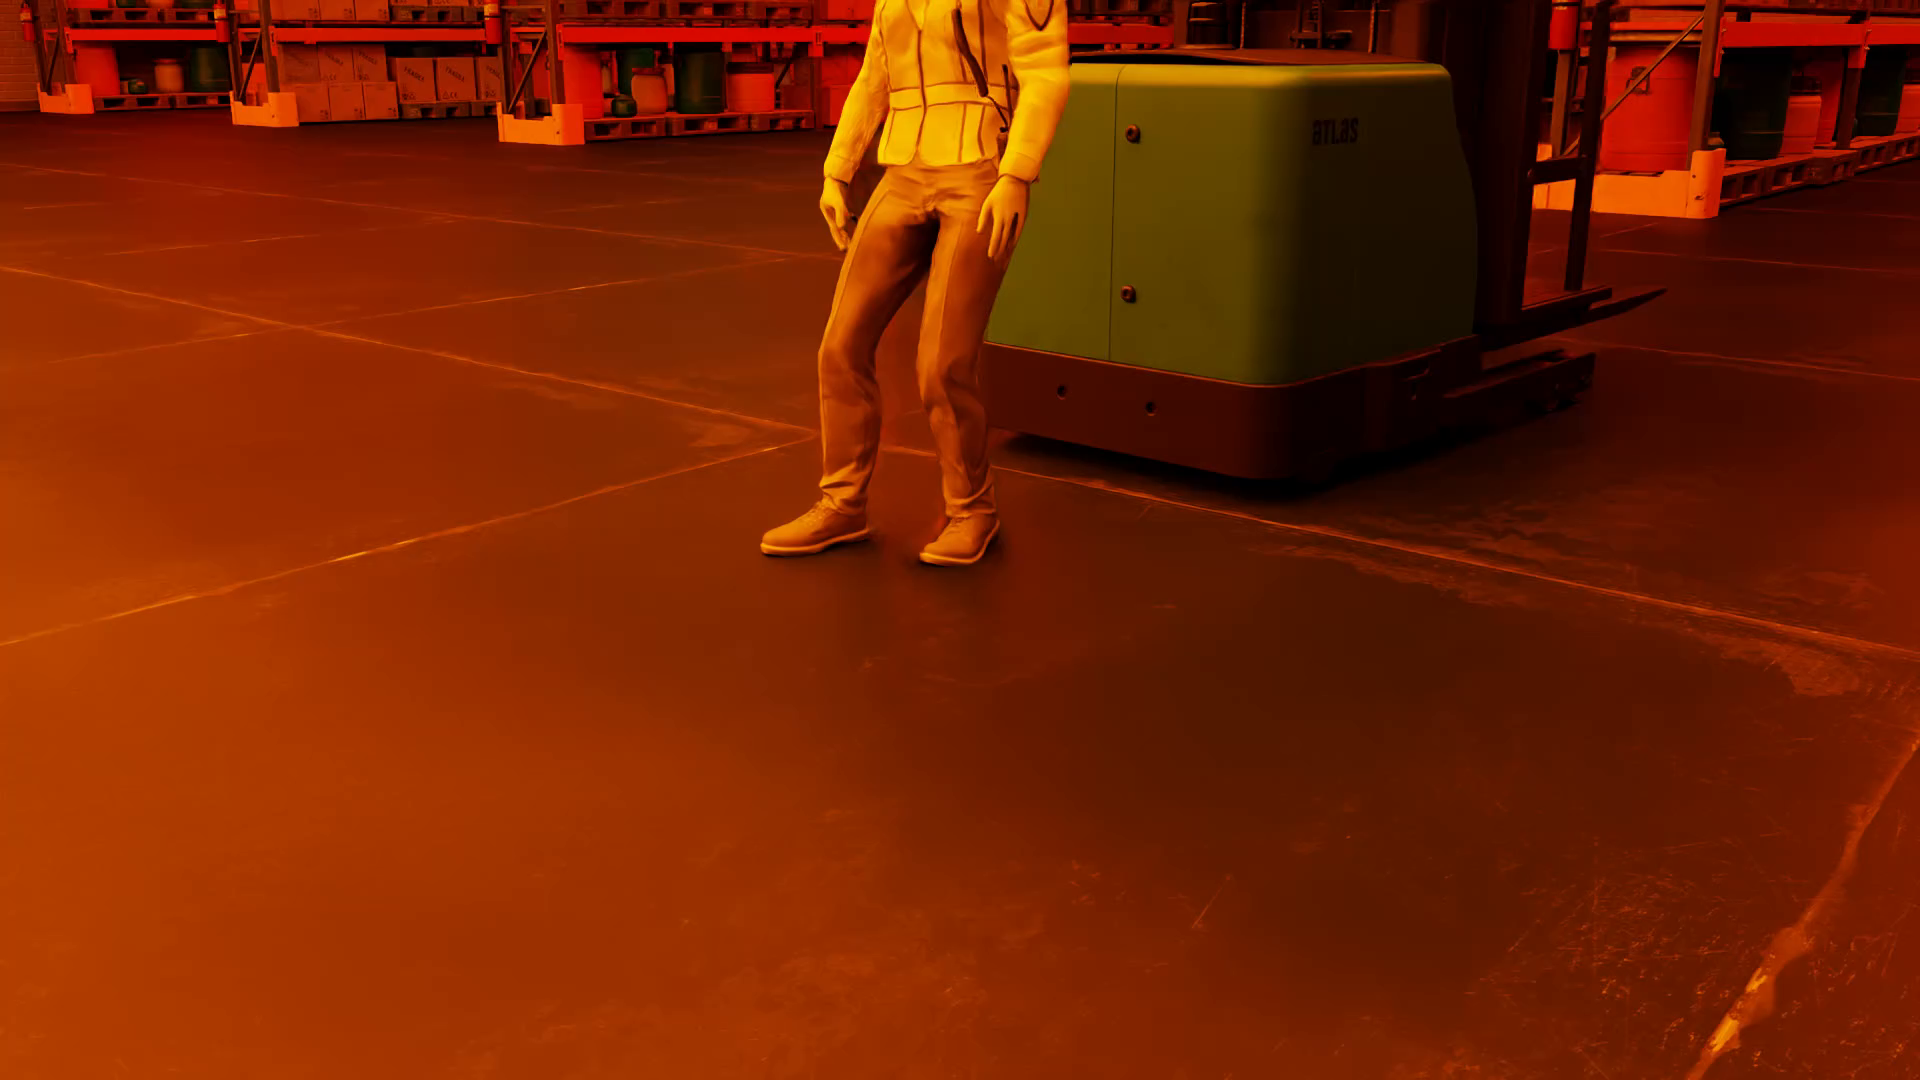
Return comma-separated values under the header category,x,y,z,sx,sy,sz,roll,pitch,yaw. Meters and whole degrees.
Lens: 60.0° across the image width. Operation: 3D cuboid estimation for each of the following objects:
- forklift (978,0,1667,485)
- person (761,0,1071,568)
category,x,y,z,sx,sy,sz,roll,pitch,yaw
forklift,1.424,-1.898,5.148,1.130,2.935,3.031,15,23,41
person,-0.090,-0.755,3.608,0.636,1.670,0.527,14,22,39
